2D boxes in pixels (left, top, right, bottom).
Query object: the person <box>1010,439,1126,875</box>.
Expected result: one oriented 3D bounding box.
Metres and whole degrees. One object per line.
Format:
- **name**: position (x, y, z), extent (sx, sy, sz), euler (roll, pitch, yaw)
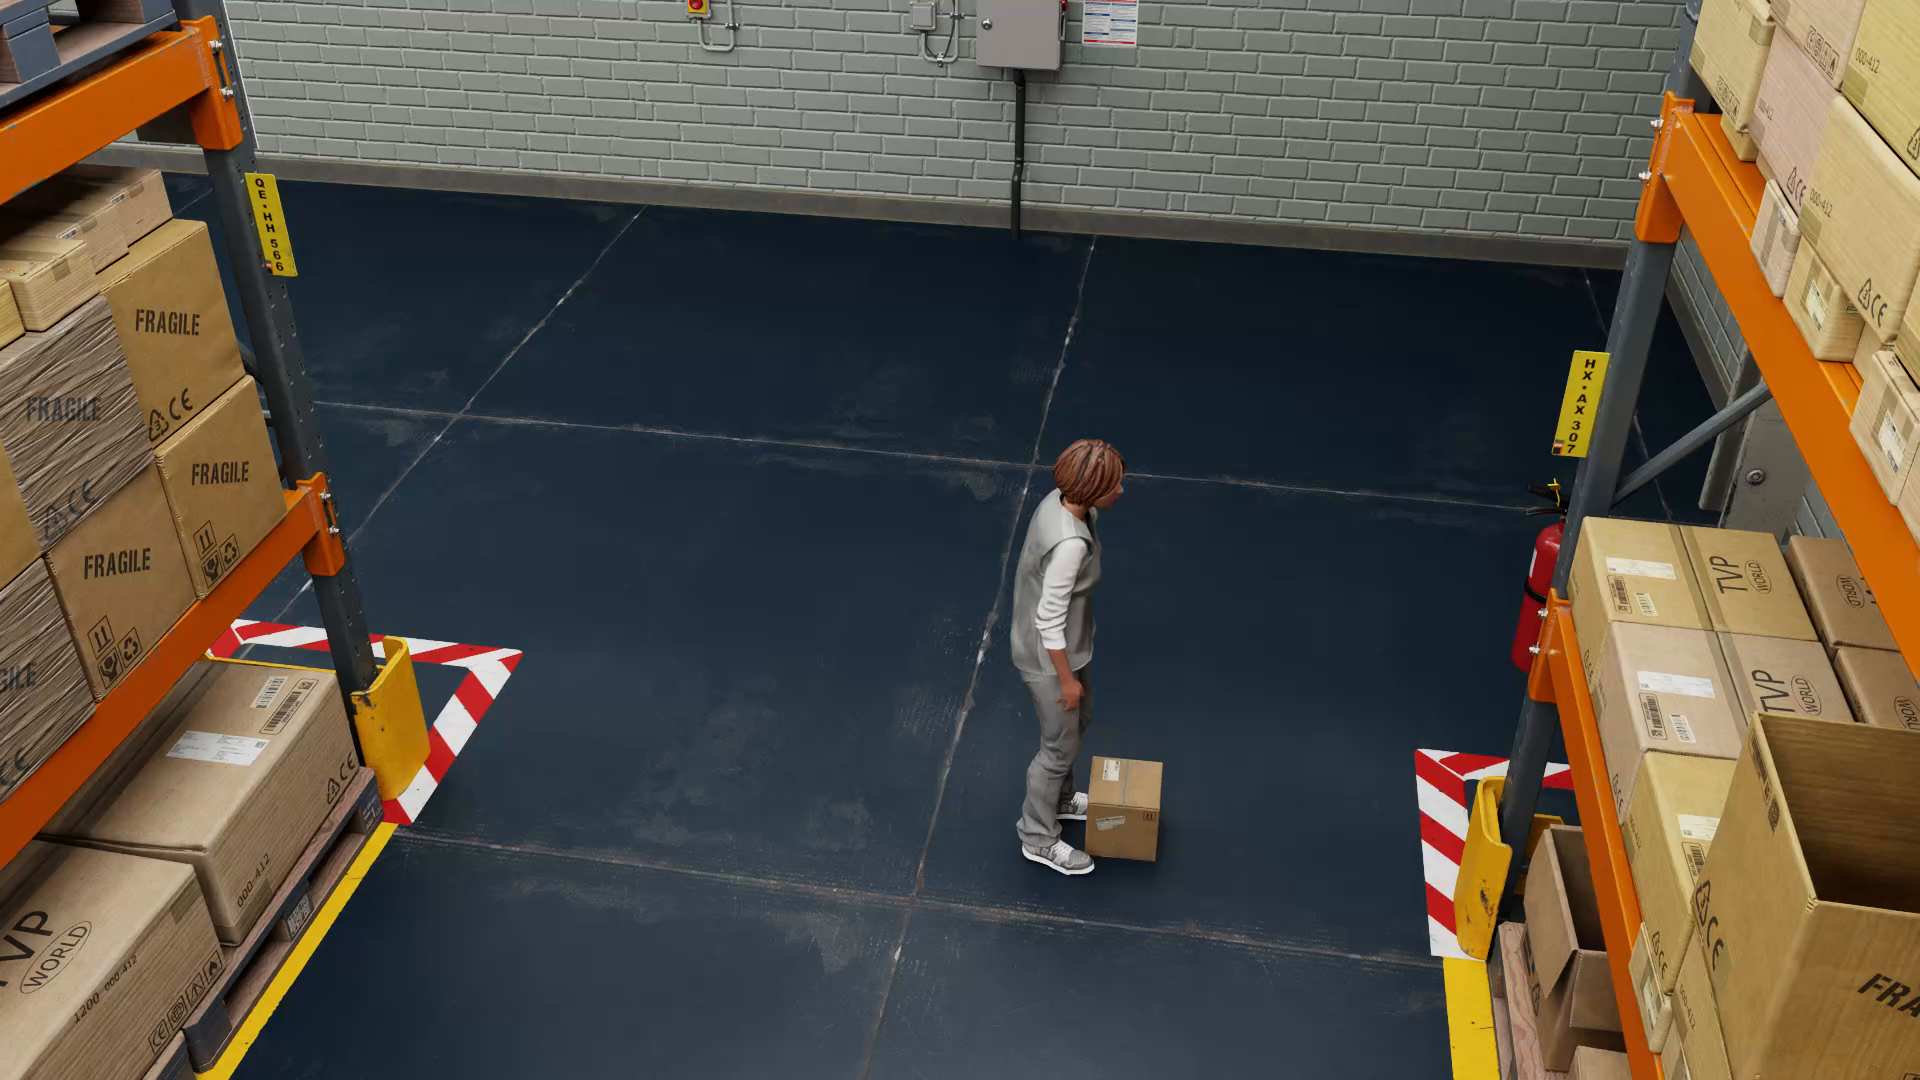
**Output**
- **person**: position (0.354, 0.372, 5.571), extent (0.367, 1.593, 0.478), euler (4, 33, 7)
